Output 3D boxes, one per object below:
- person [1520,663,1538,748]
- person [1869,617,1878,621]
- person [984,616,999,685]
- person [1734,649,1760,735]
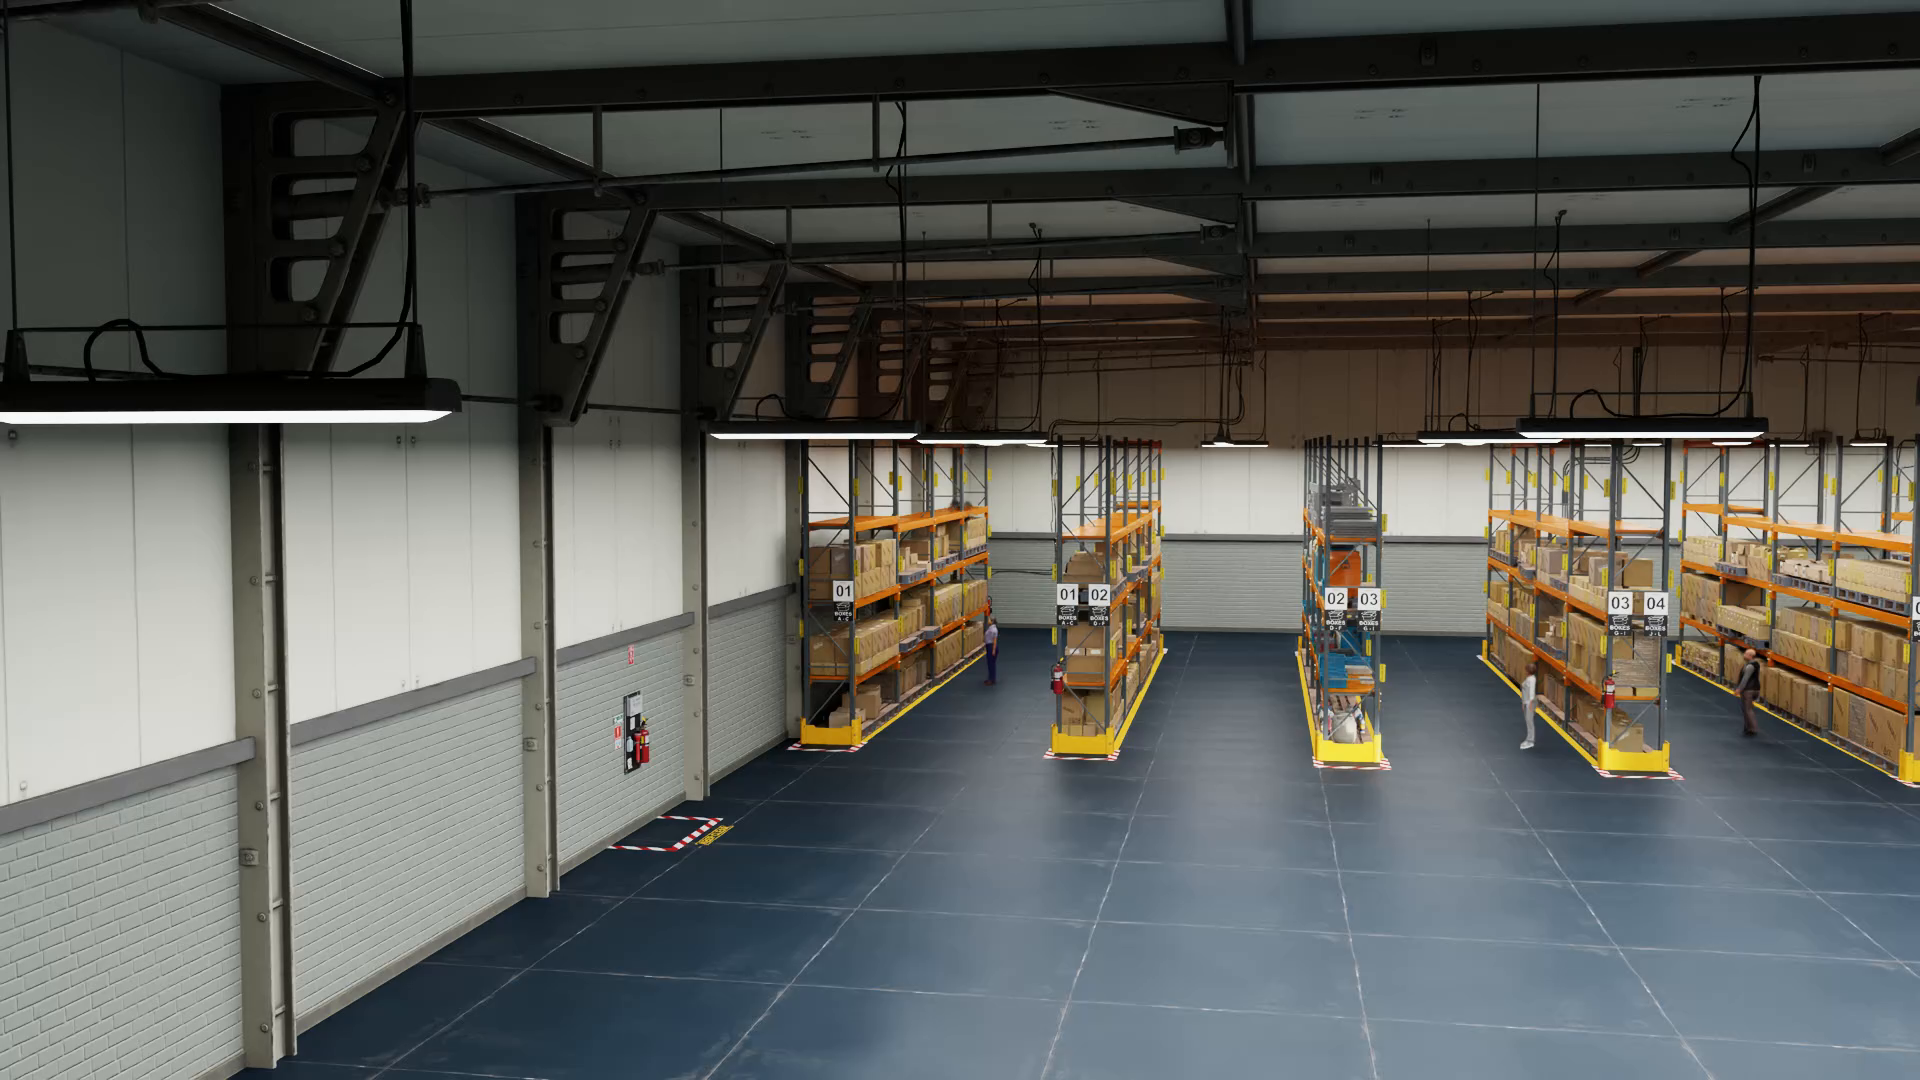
[{"bbox_3d":[10.961,3.190,32.087,0.374,1.610,0.506,0,3,6],"label":"person"},{"bbox_3d":[25.122,2.414,45.527,0.626,1.668,0.513,-1,3,-26],"label":"person"},{"bbox_3d":[0.755,2.706,40.750,0.391,1.653,0.520,0,3,-5],"label":"person"},{"bbox_3d":[15.831,3.083,33.387,0.574,1.790,0.550,-2,4,-30],"label":"person"}]
